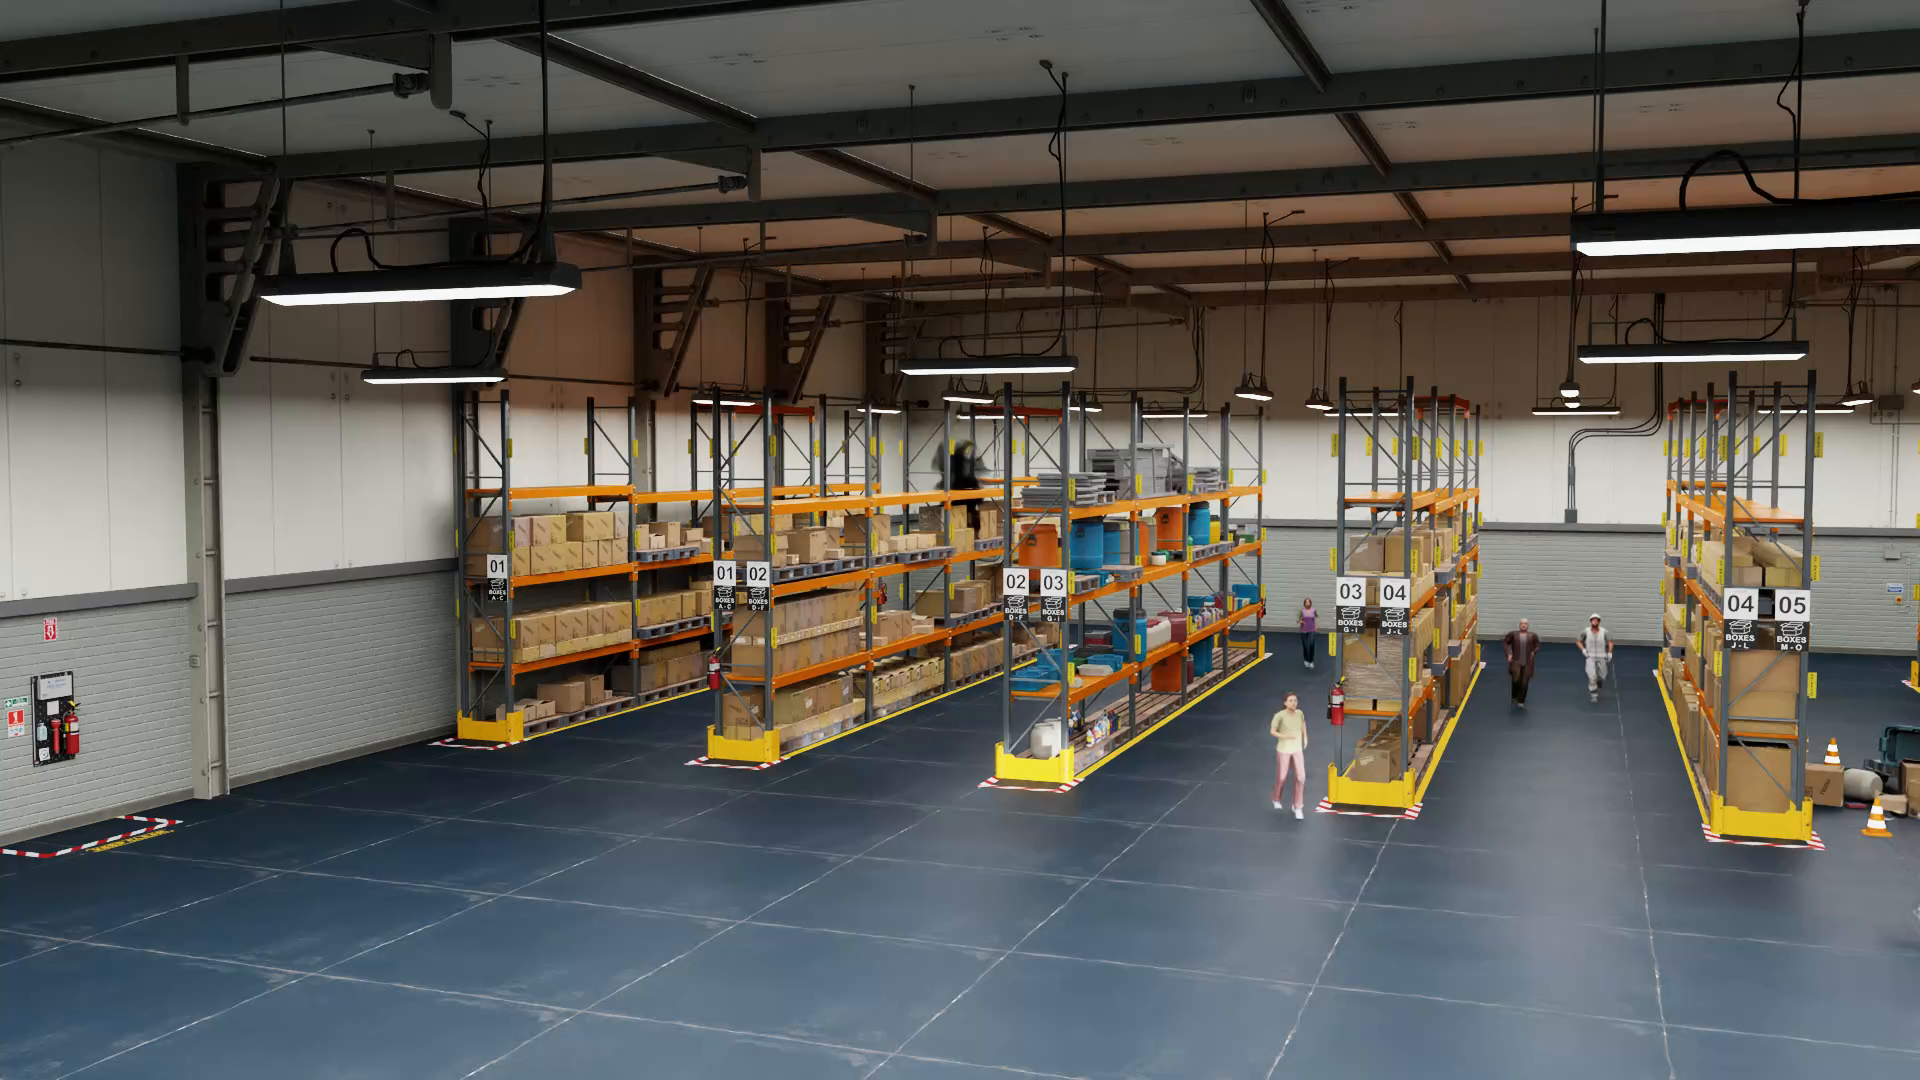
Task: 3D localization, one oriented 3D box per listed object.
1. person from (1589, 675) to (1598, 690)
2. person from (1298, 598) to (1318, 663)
[{"bbox_3d":[12.626,2.803,32.955,0.335,0.323,0.320,1,3,13],"label":"person"},{"bbox_3d":[7.901,2.046,37.815,0.491,1.472,0.702,1,3,11],"label":"person"}]
